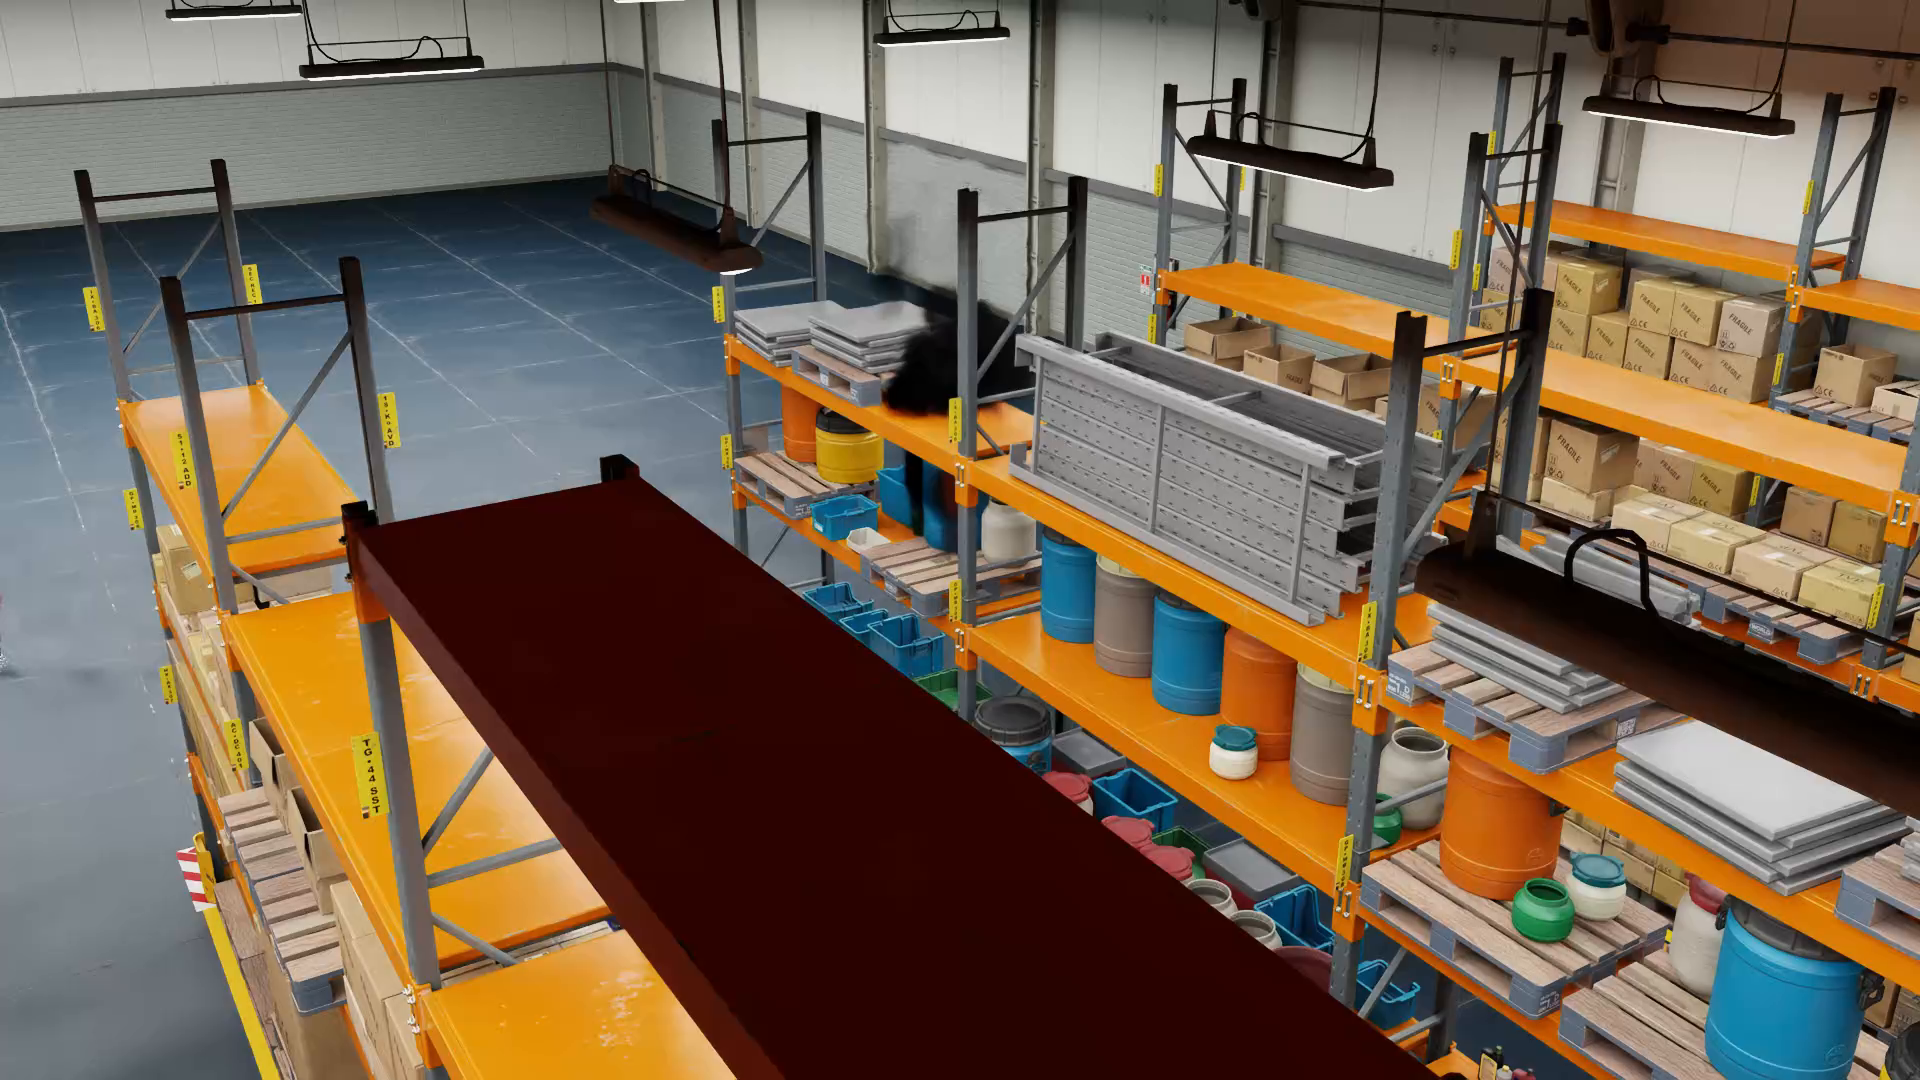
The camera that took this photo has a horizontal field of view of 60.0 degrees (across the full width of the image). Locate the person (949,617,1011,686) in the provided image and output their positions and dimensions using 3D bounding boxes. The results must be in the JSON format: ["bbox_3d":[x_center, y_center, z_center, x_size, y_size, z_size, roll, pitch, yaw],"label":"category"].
[{"bbox_3d":[0.151,1.107,16.391,0.751,1.753,0.592,20,30,41],"label":"person"}]

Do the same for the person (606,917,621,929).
[{"bbox_3d":[-2.613,2.967,11.826,0.576,1.605,0.573,-14,26,-31],"label":"person"}]
